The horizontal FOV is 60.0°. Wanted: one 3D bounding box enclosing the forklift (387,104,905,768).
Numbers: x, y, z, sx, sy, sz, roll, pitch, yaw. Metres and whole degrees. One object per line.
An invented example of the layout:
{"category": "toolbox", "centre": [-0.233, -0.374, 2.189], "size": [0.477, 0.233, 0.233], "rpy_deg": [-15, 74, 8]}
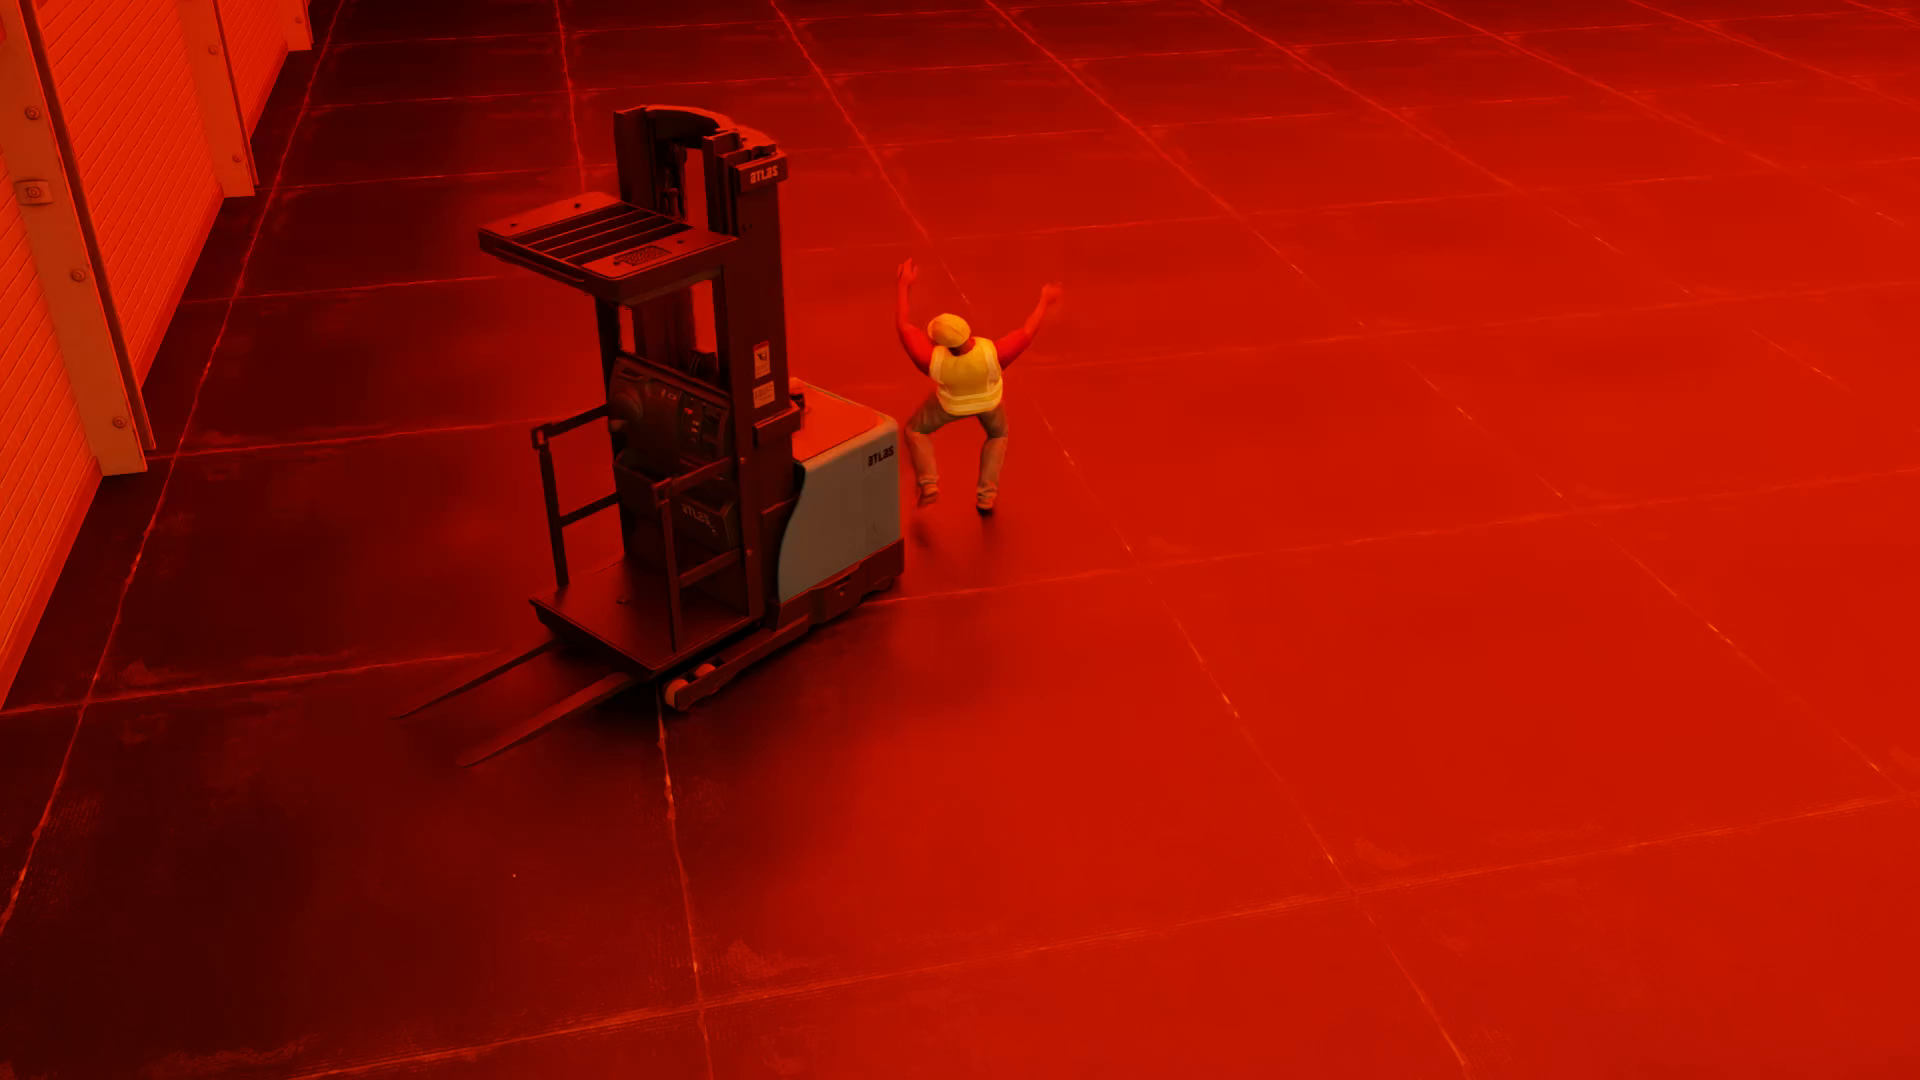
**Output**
{"category": "forklift", "centre": [-1.684, -0.641, 8.682], "size": [1.130, 2.935, 3.031], "rpy_deg": [24, 38, 35]}

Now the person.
{"category": "person", "centre": [0.149, -0.933, 10.462], "size": [1.085, 1.628, 0.707], "rpy_deg": [-4, 30, -8]}
